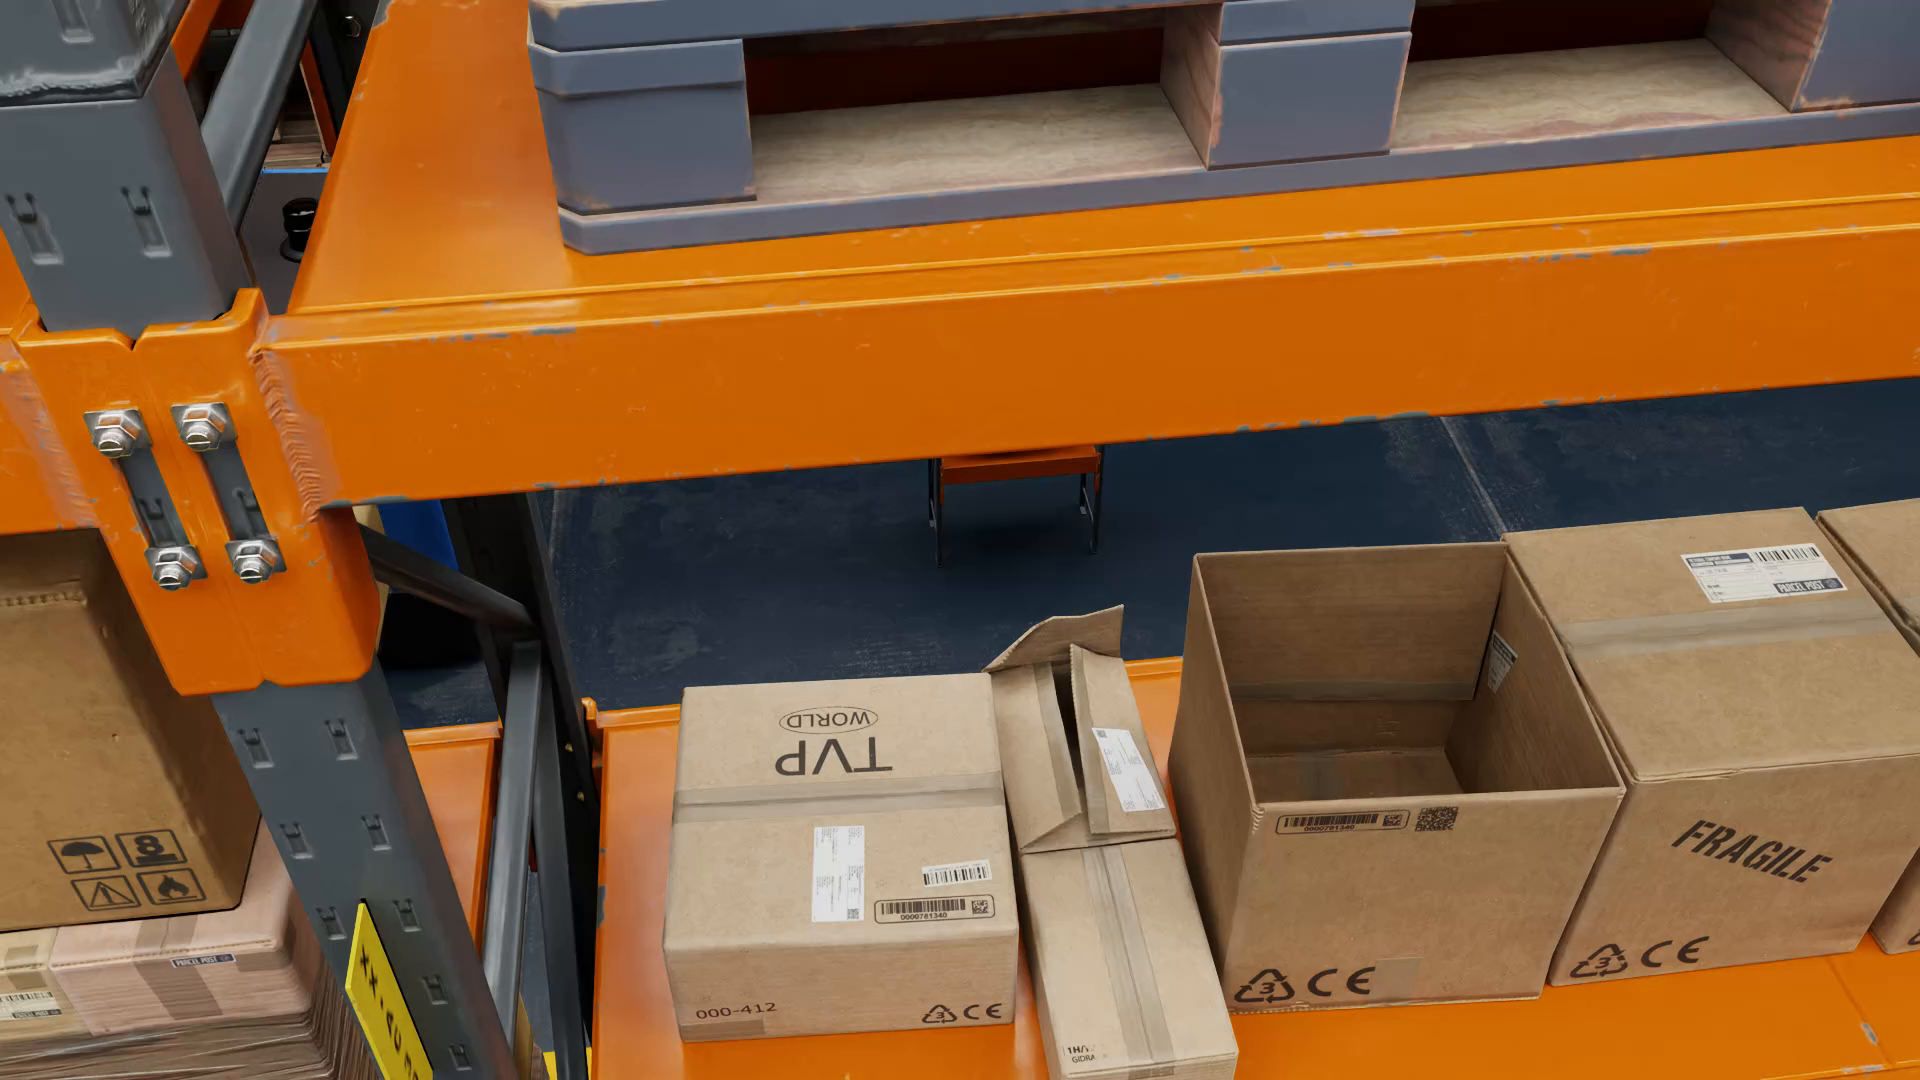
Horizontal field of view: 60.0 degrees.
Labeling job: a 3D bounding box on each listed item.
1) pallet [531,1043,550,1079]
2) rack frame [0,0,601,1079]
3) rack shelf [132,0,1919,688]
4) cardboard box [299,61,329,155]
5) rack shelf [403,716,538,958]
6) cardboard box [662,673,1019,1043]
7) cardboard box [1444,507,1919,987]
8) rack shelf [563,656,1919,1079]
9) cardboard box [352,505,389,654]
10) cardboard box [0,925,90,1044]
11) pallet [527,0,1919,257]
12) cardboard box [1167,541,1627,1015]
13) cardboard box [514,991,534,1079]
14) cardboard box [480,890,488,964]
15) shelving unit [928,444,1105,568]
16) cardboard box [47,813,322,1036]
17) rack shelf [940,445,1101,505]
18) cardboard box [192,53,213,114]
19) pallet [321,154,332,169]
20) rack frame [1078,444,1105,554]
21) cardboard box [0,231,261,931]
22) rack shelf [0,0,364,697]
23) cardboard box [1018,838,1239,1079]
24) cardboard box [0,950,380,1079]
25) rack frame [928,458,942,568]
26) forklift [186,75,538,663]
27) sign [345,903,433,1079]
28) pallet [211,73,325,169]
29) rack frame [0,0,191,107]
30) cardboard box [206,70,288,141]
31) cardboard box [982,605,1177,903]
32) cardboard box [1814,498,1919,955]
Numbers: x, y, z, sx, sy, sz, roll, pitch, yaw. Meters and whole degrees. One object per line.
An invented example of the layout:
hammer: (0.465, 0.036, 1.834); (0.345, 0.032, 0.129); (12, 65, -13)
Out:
pallet: (-1.459, 1.574, 3.347); (1.213, 0.211, 1.003); (-5, 42, -6)
rack frame: (-0.665, 0.498, 2.459); (0.127, 3.000, 1.000); (-5, 42, -6)
rack shelf: (1.318, -0.523, 1.888); (4.000, 0.370, 1.077); (-5, 42, -6)
cardboard box: (-2.335, -1.910, 6.666); (0.500, 0.500, 0.500); (-8, 43, -9)
rack shelf: (-2.648, 0.938, 2.507); (4.000, 0.370, 1.077); (-5, 42, -6)
cardboard box: (-0.183, 0.481, 2.589); (0.500, 0.250, 0.500); (-3, 42, -3)
cardboard box: (1.118, 0.315, 2.586); (0.500, 0.500, 0.500); (-5, 42, -5)
rack shelf: (1.318, 0.591, 2.892); (4.000, 0.370, 1.077); (-5, 42, -6)
cardboard box: (-0.957, 0.114, 2.325); (0.250, 0.149, 0.380); (-5, 42, -6)
cardboard box: (-1.152, 0.406, 2.002); (0.250, 0.149, 0.380); (-6, 42, -6)
pallet: (0.208, -0.630, 1.613); (1.217, 0.209, 0.805); (-7, 42, -7)
cardboard box: (0.621, 0.359, 2.538); (0.500, 0.500, 0.500); (-2, 42, -2)
cardboard box: (-1.164, 1.202, 3.418); (0.500, 0.250, 0.500); (-5, 42, -6)
cardboard box: (-1.165, 0.916, 3.174); (0.500, 0.500, 0.500); (-5, 42, -6)
shelving unit: (0.164, -0.460, 4.864); (0.503, 1.200, 0.258); (-5, 42, -6)
cardboard box: (-0.907, 0.385, 2.024); (0.250, 0.149, 0.380); (-5, 42, -6)
rack shelf: (0.164, -0.263, 5.042); (0.480, 0.148, 0.258); (-5, 42, -6)
cardboard box: (-3.280, -1.760, 6.500); (0.500, 0.500, 0.700); (-7, 43, -8)
pallet: (-1.972, -1.675, 6.949); (1.213, 0.211, 1.003); (-5, 42, -6)
rack frame: (0.406, -0.481, 4.888); (0.015, 1.200, 0.240); (-5, 42, -6)
cardboard box: (-1.104, 0.021, 1.943); (0.500, 0.500, 0.700); (-5, 42, -5)
rack shelf: (-2.648, -0.175, 1.503); (4.000, 0.370, 1.077); (-5, 42, -6)
cardboard box: (0.240, 0.650, 2.478); (0.250, 0.149, 0.380); (-5, 42, -6)
cardboard box: (-1.104, 0.503, 2.378); (0.500, 0.500, 0.700); (-6, 42, -7)
rack frame: (-0.078, -0.439, 4.841); (0.015, 1.200, 0.240); (-5, 42, -6)
forklift: (-2.857, -1.041, 4.216); (3.031, 2.935, 1.130); (-1, 42, -1)
sign: (-0.592, 0.515, 1.734); (0.005, 0.325, 0.100); (-5, 42, -6)
pallet: (-3.185, -1.567, 6.829); (1.213, 0.211, 1.003); (-5, 42, -6)
rack frame: (-0.665, -1.730, 0.450); (0.127, 3.000, 1.000); (-5, 42, -6)
cardboard box: (-2.900, -1.771, 6.774); (0.250, 0.149, 0.380); (-8, 43, -9)
cardboard box: (0.183, 0.349, 2.724); (0.258, 0.266, 0.396); (-6, 42, -7)
cardboard box: (1.640, 0.270, 2.637); (0.500, 0.500, 0.500); (-7, 43, -8)
